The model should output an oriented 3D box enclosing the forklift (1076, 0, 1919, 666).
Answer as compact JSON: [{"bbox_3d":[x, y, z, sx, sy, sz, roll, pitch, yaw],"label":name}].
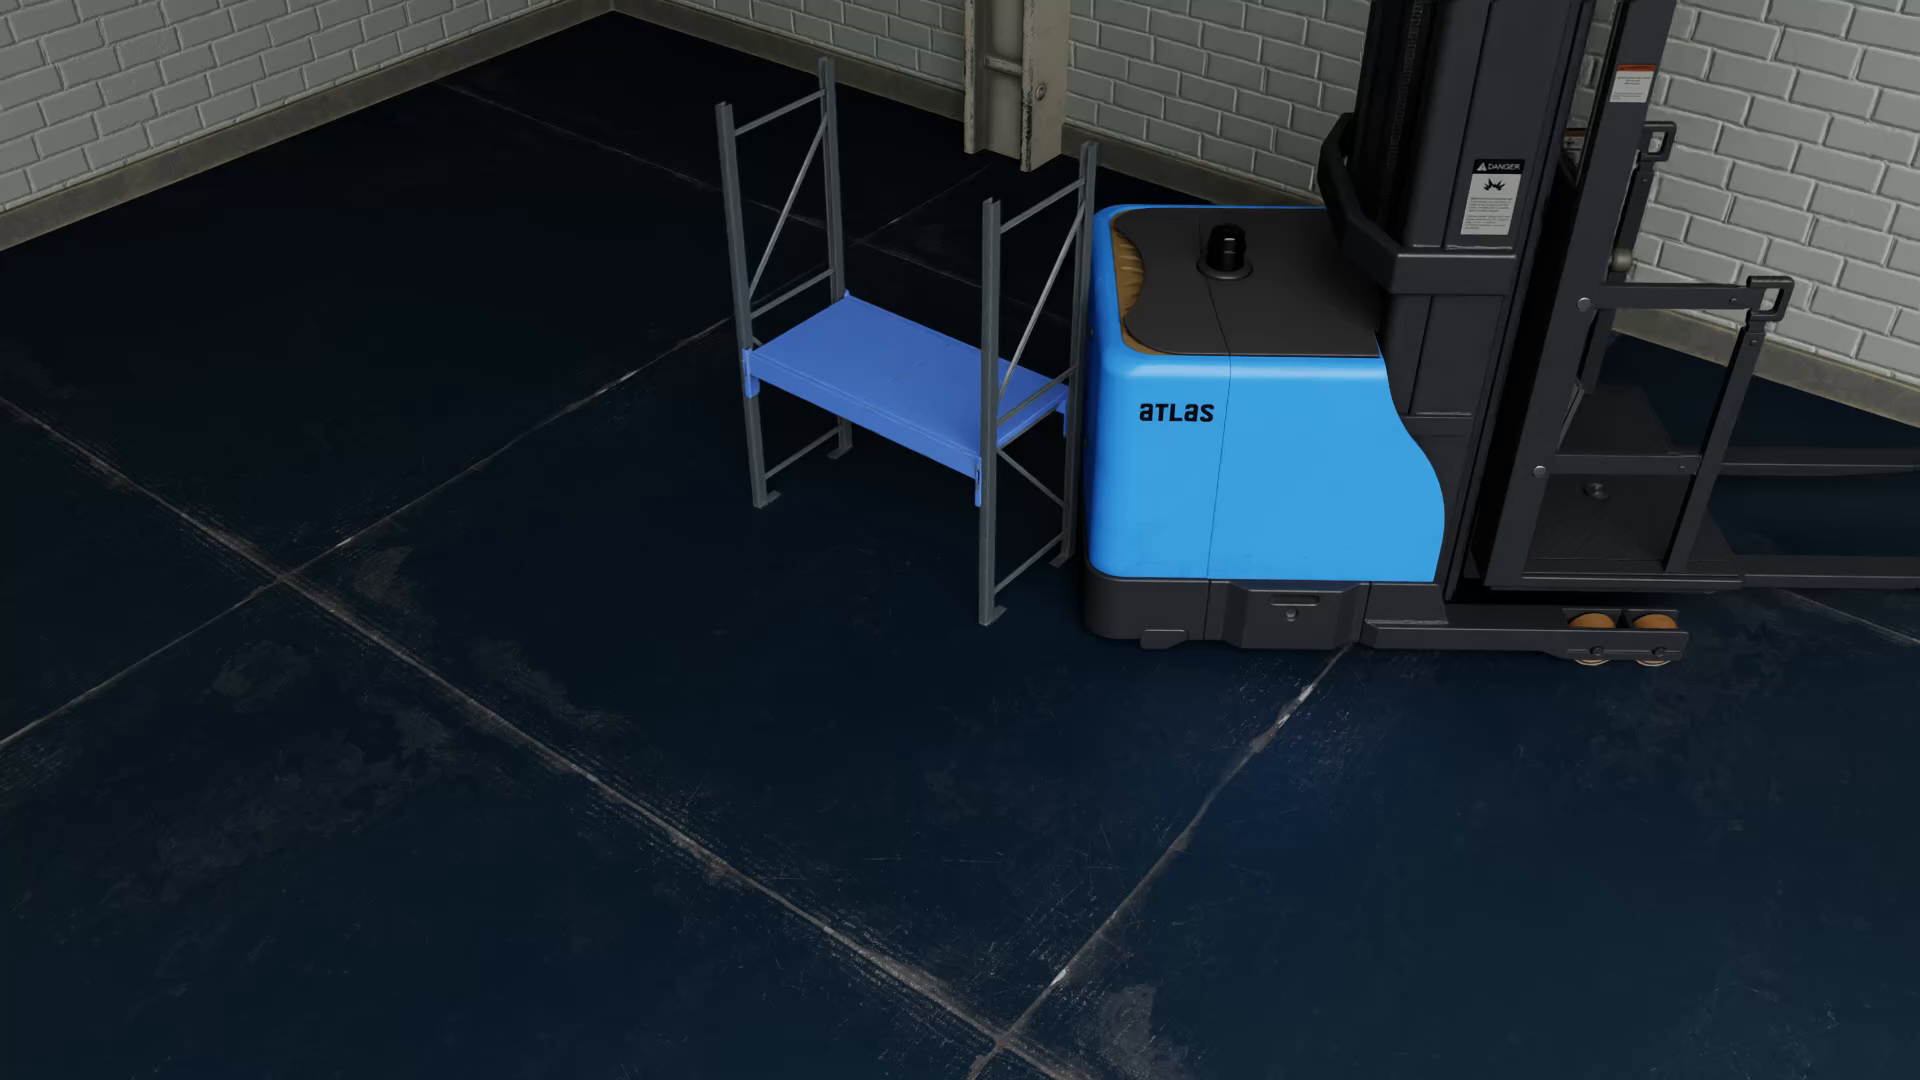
[{"bbox_3d":[1.911,-1.090,4.764,3.031,2.935,1.130,1,38,1],"label":"forklift"}]

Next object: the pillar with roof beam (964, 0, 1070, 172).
[{"bbox_3d":[-2.350,-3.354,2.734,0.400,9.000,9.100,25,45,29],"label":"pillar with roof beam"}]

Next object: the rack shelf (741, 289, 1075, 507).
[{"bbox_3d":[-0.169,-0.488,5.448,1.000,0.185,0.538,26,45,29],"label":"rack shelf"}]

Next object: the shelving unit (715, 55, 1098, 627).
[{"bbox_3d":[-0.169,-0.630,5.337,1.048,1.500,0.538,26,45,29],"label":"shelving unit"}]

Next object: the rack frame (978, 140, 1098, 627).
[{"bbox_3d":[0.228,-0.434,5.088,0.032,1.500,0.500,26,45,29],"label":"rack frame"}]

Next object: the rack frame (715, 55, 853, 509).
[{"bbox_3d":[-0.567,-0.825,5.587,0.032,1.500,0.500,26,45,29],"label":"rack frame"}]
